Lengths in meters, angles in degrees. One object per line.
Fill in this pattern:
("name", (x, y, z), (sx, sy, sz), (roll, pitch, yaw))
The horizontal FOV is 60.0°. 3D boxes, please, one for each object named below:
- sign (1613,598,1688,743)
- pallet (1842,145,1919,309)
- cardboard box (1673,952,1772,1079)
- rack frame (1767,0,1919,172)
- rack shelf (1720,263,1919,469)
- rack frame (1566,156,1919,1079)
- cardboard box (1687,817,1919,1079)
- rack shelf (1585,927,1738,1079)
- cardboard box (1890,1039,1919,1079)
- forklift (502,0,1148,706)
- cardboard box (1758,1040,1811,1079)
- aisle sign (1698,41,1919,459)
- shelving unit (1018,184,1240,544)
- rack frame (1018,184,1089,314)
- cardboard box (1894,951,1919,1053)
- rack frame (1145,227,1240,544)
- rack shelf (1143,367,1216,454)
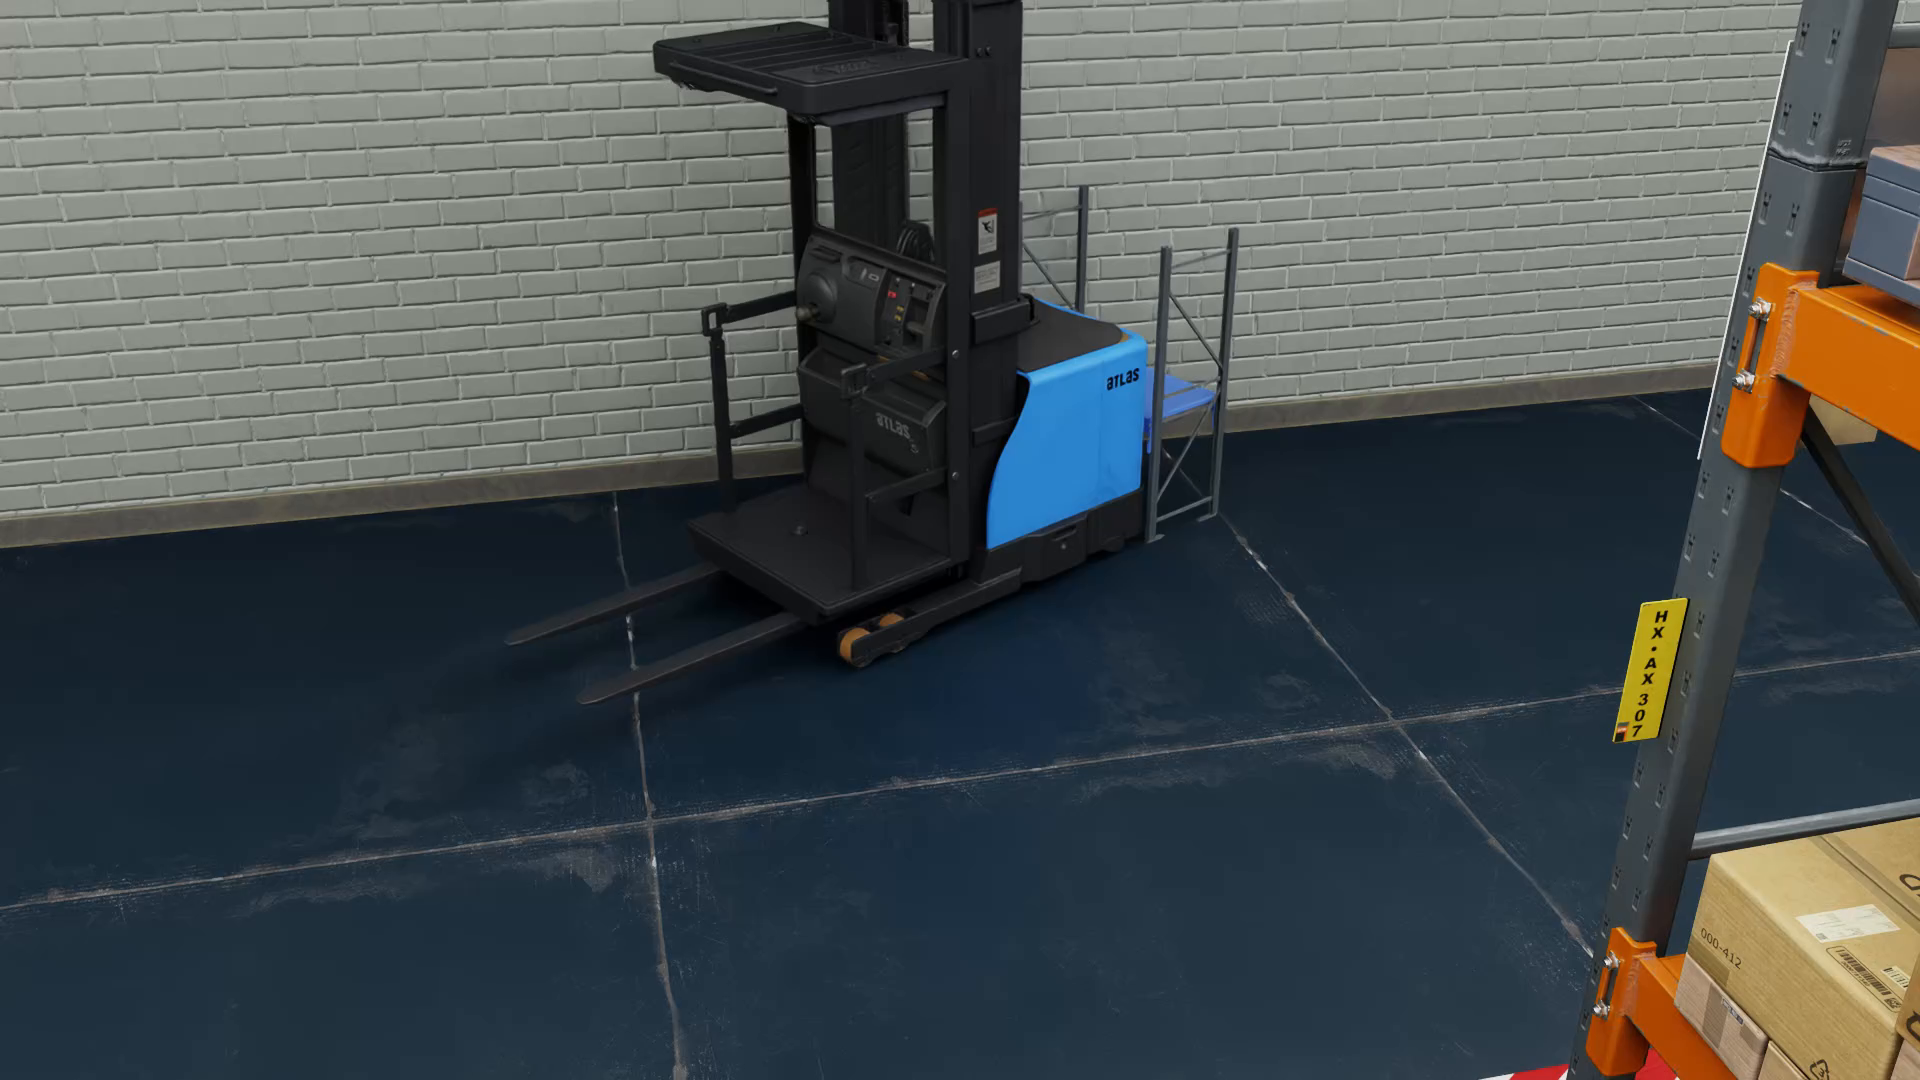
("sign", (1.388, 0.265, 3.347), (0.100, 0.325, 0.005), (-6, 27, -12))
("pallet", (2.107, -0.341, 2.367), (1.003, 0.211, 1.213), (-6, 27, -12))
("cardboard box", (1.688, 0.935, 3.347), (0.380, 0.149, 0.250), (-6, 27, -11))
("rack frame", (1.930, -2.045, 2.314), (1.000, 3.000, 0.127), (-6, 27, -12))
("rack shelf", (2.381, 0.494, 1.413), (1.077, 0.370, 4.000), (-6, 27, -12))
("rack frame", (1.930, 0.633, 3.666), (1.000, 3.000, 0.127), (-6, 27, -12))
("cardboard box", (1.775, 0.806, 3.161), (0.500, 0.250, 0.500), (-7, 28, -13))
("rack shelf", (2.381, 1.833, 2.089), (1.077, 0.370, 4.000), (-6, 27, -12))
("cardboard box", (1.899, 1.033, 2.710), (0.500, 0.250, 0.500), (-6, 27, -12))
("forklift", (-0.549, -1.027, 7.031), (3.031, 2.935, 1.130), (-21, 34, -36))
("cardboard box", (1.748, 1.047, 3.125), (0.380, 0.149, 0.250), (-6, 27, -12))
("aisle sign", (1.621, -0.528, 3.082), (0.394, 0.787, 0.004), (-6, 27, -12))
("shelving unit", (0.788, -0.905, 8.378), (0.538, 1.500, 1.048), (-21, 33, -35))
("rack frame", (0.461, -1.080, 8.725), (0.500, 1.500, 0.032), (-21, 33, -35))
("cardboard box", (1.888, 0.691, 2.557), (0.500, 0.500, 0.500), (-7, 28, -13))
("rack frame", (1.115, -0.730, 8.031), (0.500, 1.500, 0.032), (-21, 33, -35))
("rack shelf", (0.788, -0.744, 8.459), (0.538, 0.185, 1.000), (-21, 33, -35))
